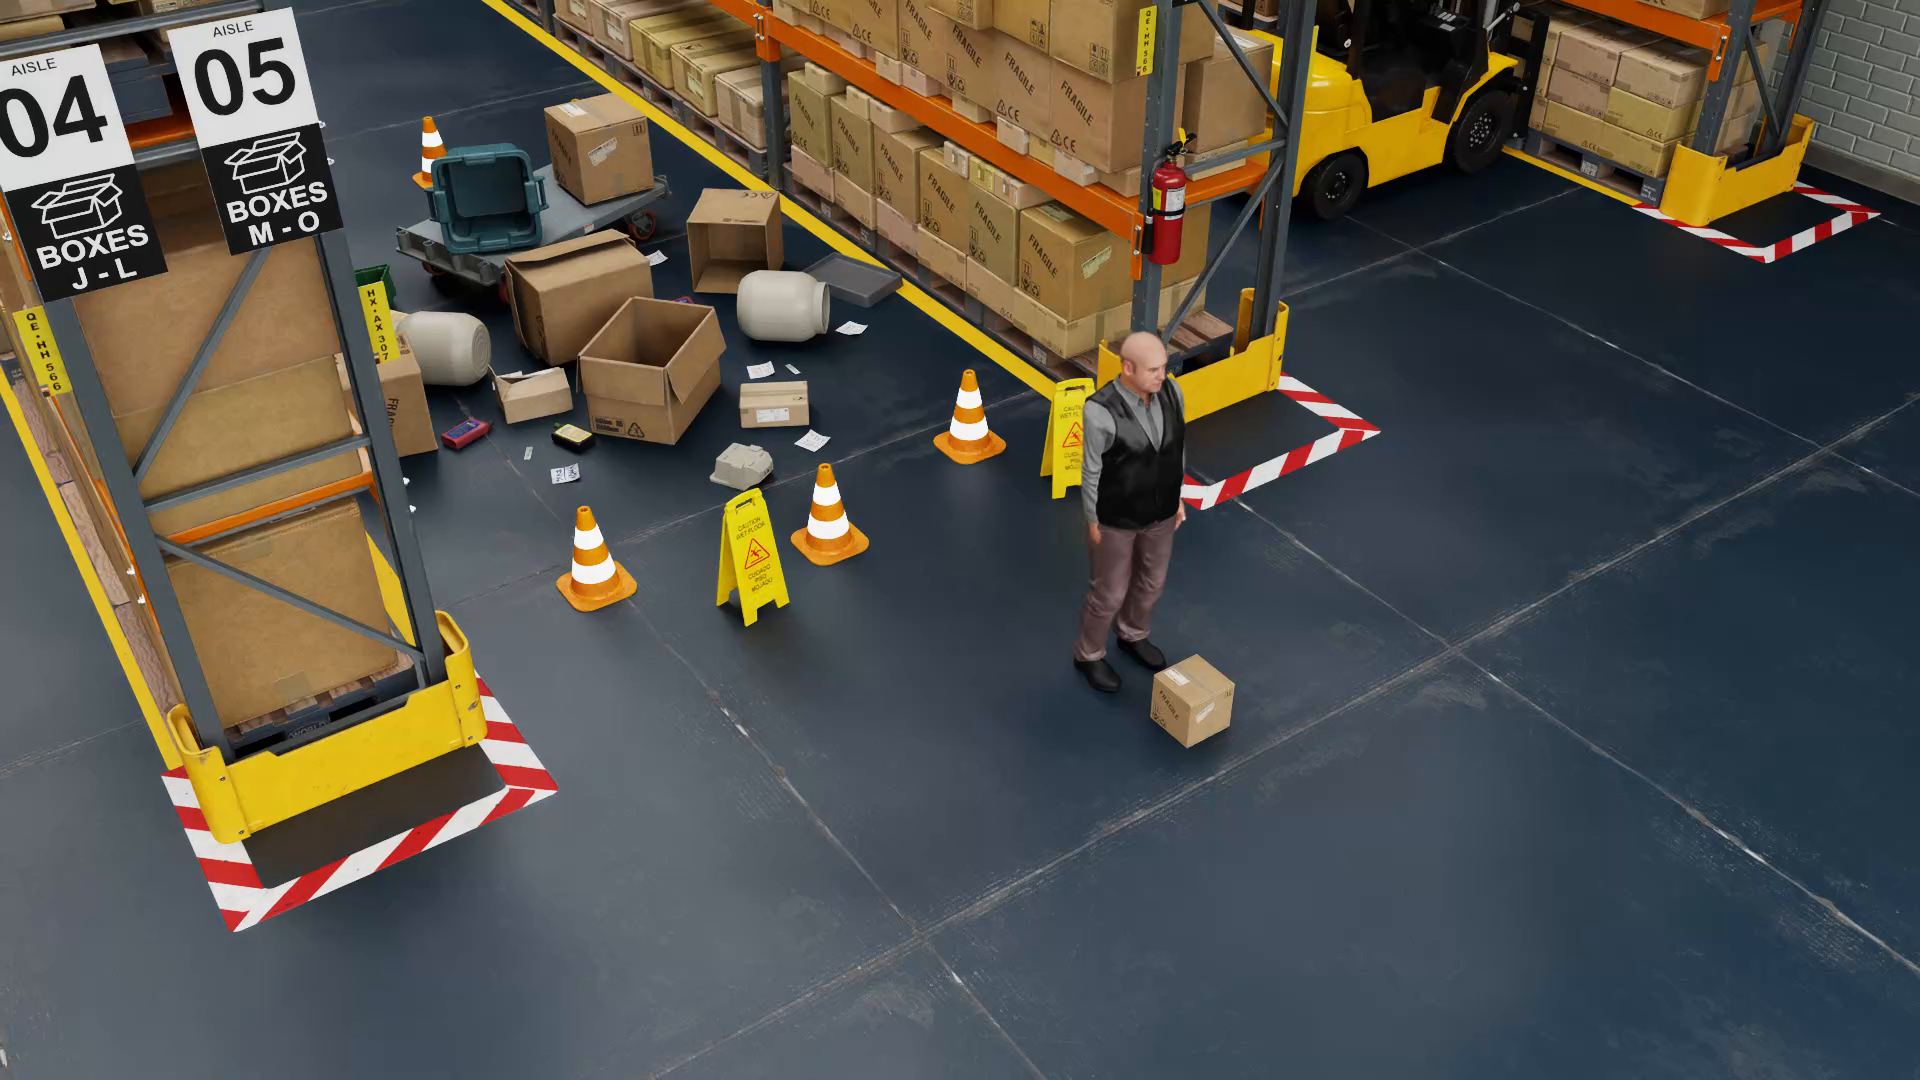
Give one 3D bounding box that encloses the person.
[{"bbox_3d":[0.755,-0.127,7.204,0.532,1.716,0.360,-22,41,-27],"label":"person"}]
